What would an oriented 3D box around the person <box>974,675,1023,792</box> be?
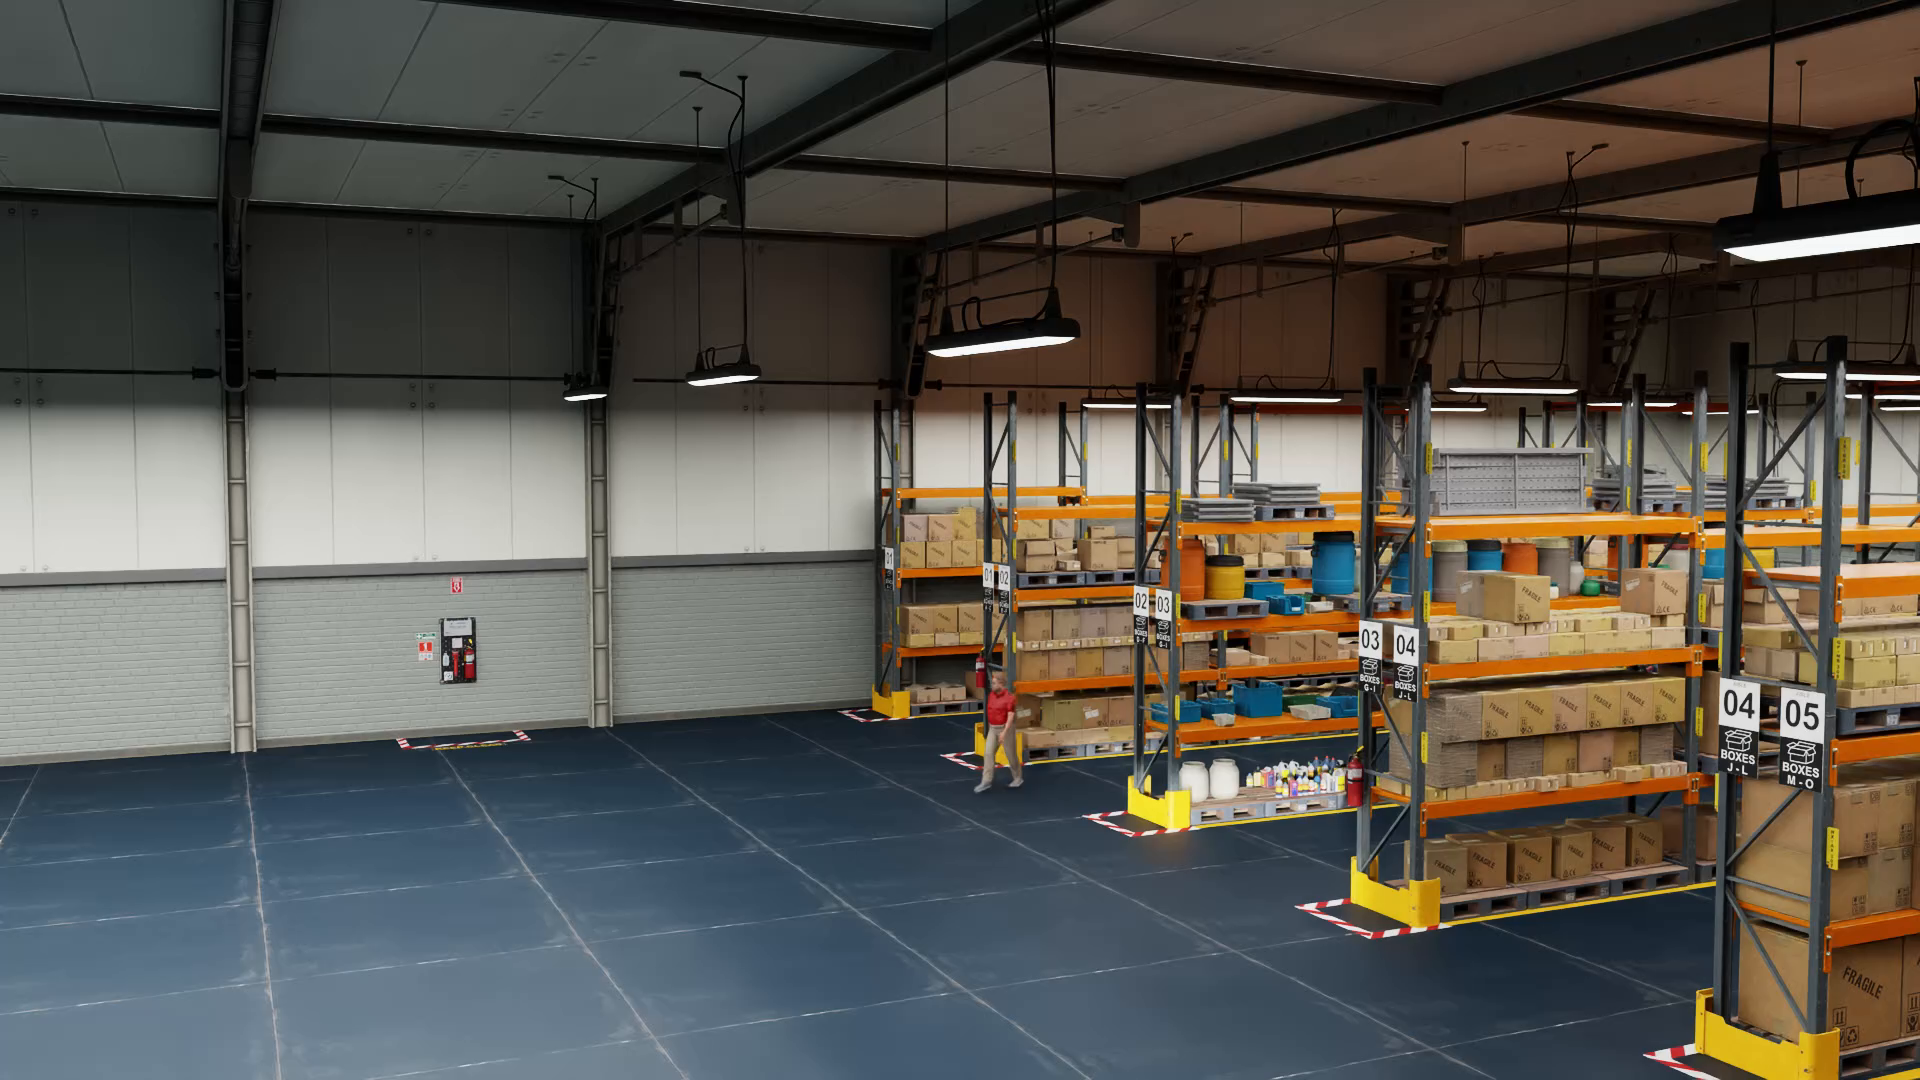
[{"bbox_3d":[0.578,2.855,24.732,0.561,1.695,0.913,3,4,41],"label":"person"}]
